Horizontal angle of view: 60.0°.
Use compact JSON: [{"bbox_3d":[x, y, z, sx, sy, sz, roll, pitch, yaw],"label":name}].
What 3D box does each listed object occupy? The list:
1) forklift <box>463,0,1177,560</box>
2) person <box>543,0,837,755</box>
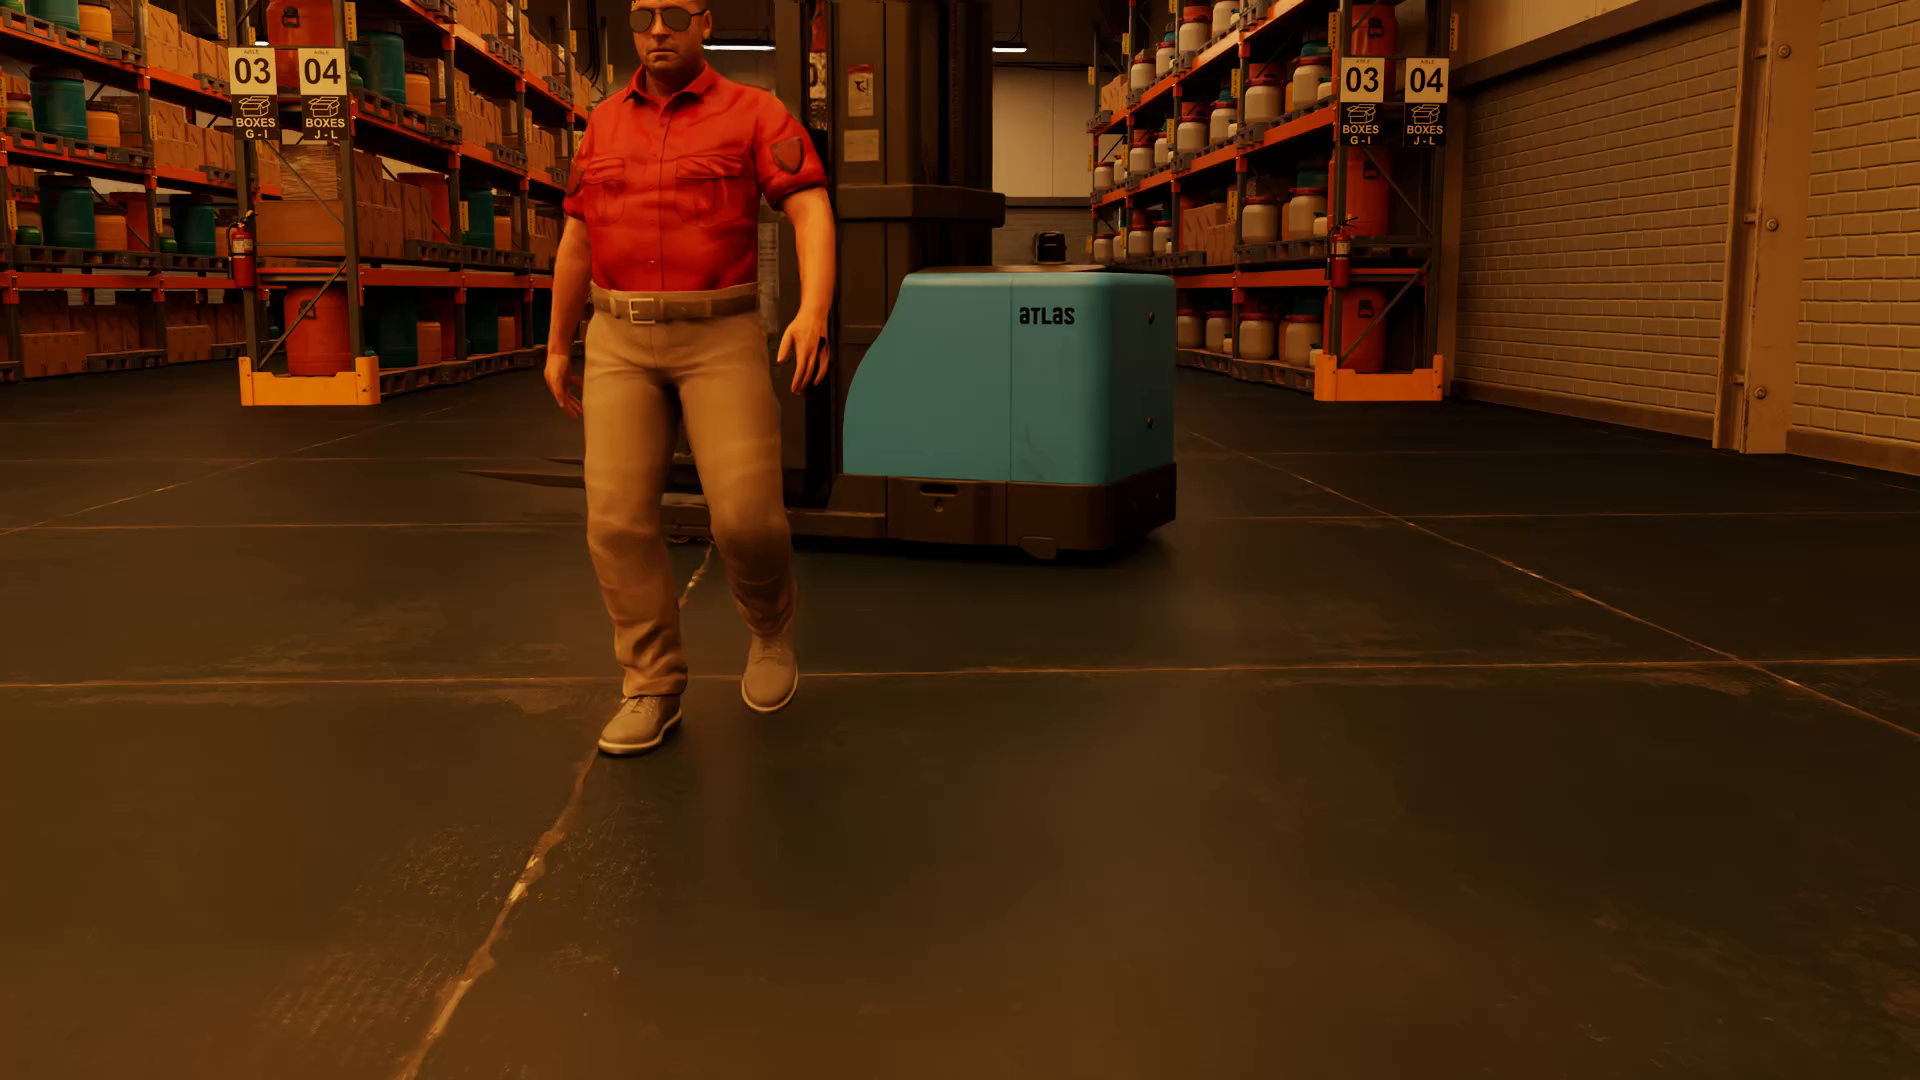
[{"bbox_3d":[-0.671,-1.491,6.874,3.031,2.935,1.130,4,9,23],"label":"forklift"},{"bbox_3d":[-0.619,-0.405,3.735,0.760,1.709,0.533,1,9,9],"label":"person"}]
